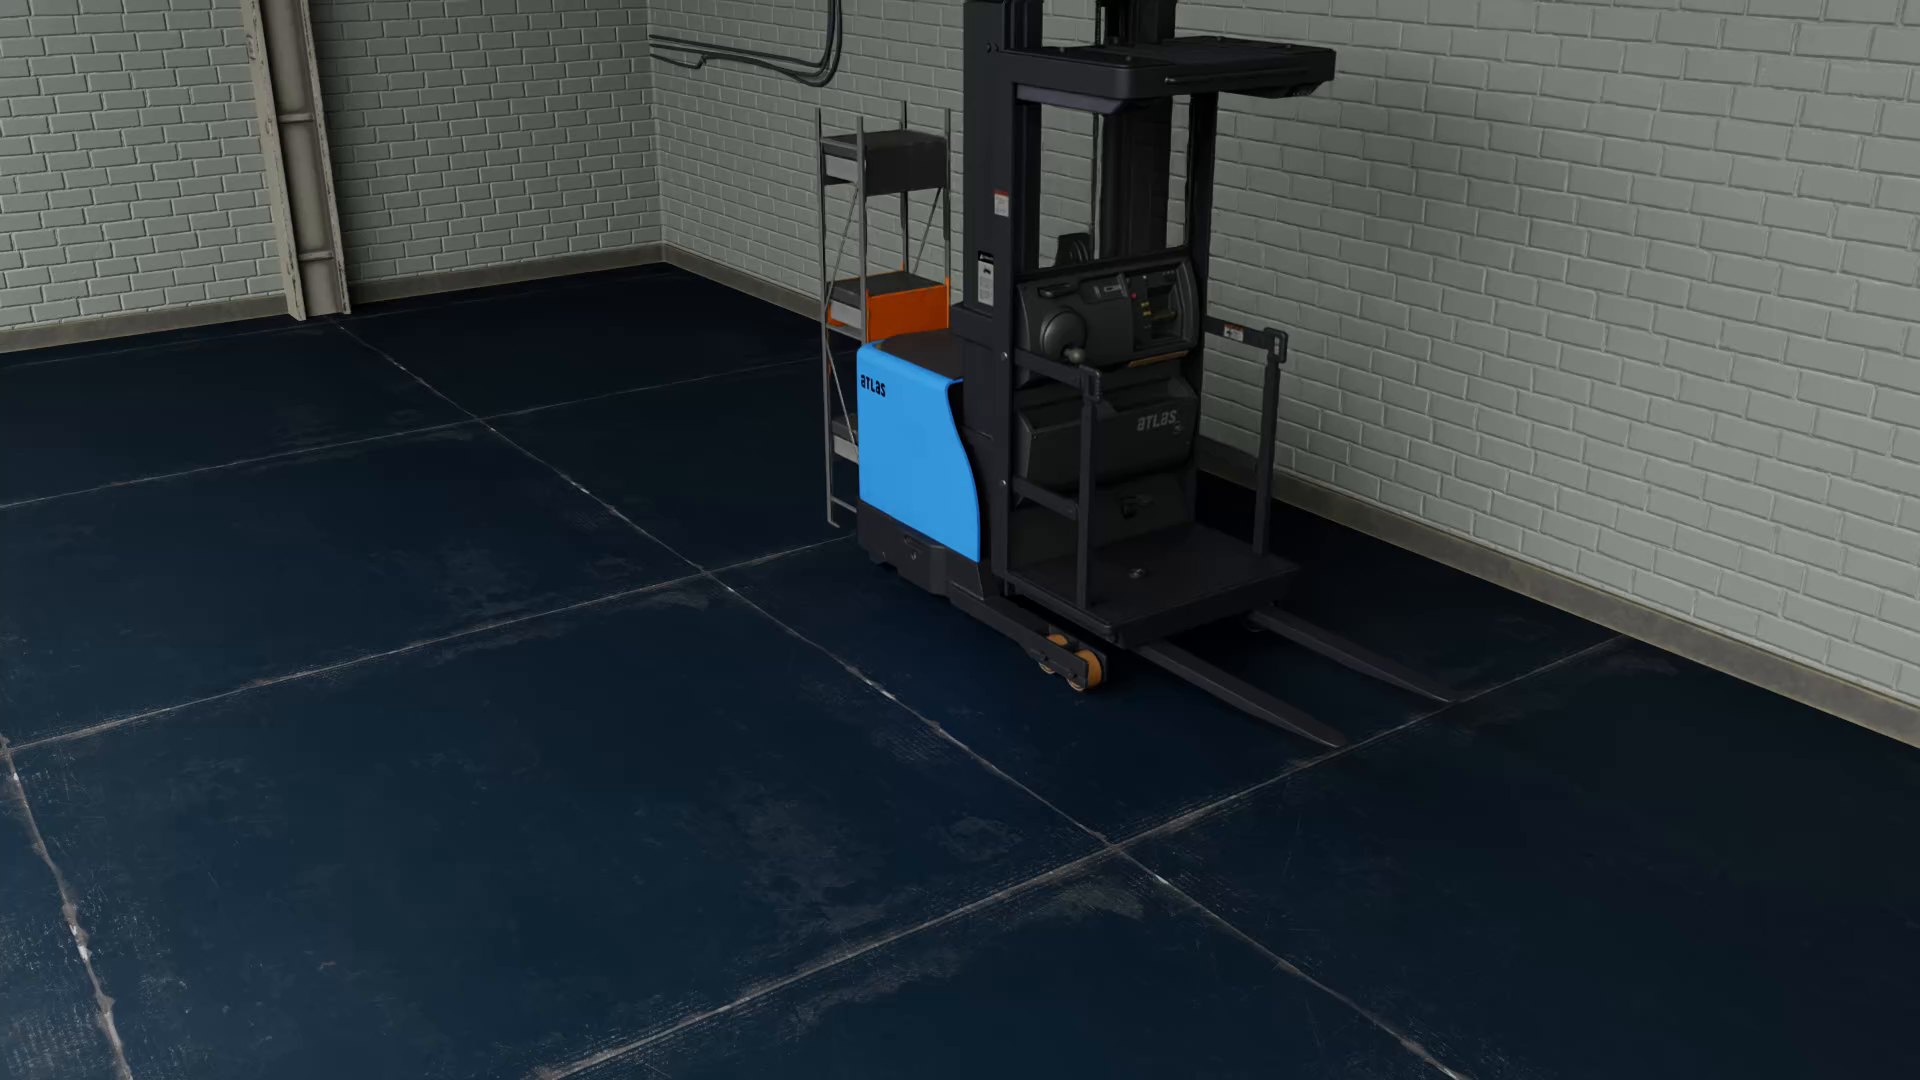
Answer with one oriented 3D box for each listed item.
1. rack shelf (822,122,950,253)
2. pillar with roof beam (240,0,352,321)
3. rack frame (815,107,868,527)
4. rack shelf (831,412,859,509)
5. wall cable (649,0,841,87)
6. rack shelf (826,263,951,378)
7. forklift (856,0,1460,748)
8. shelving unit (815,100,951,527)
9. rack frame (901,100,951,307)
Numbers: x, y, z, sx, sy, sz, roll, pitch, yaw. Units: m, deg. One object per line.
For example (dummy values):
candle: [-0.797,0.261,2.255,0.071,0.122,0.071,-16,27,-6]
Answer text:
rack shelf: [-0.365,-1.698,7.968,0.480,0.518,0.431,-15,26,-33]
pillar with roof beam: [-2.399,-4.627,7.850,0.400,9.000,9.100,-15,26,-33]
rack frame: [-0.562,-1.008,8.089,0.015,2.100,0.400,-15,26,-33]
rack shelf: [-0.365,-0.398,8.486,0.480,0.518,0.431,-15,26,-33]
wall cable: [-1.750,-4.720,12.272,0.112,2.526,3.097,-15,26,-33]
rack shelf: [-0.365,-1.048,8.227,0.480,0.518,0.431,-15,26,-33]
forklift: [0.754,-0.944,6.806,1.130,2.935,3.031,-15,26,-32]
shelving unit: [-0.365,-1.061,8.222,0.503,2.100,0.431,-15,26,-33]
rack frame: [-0.167,-1.114,8.355,0.015,2.100,0.400,-15,26,-33]
